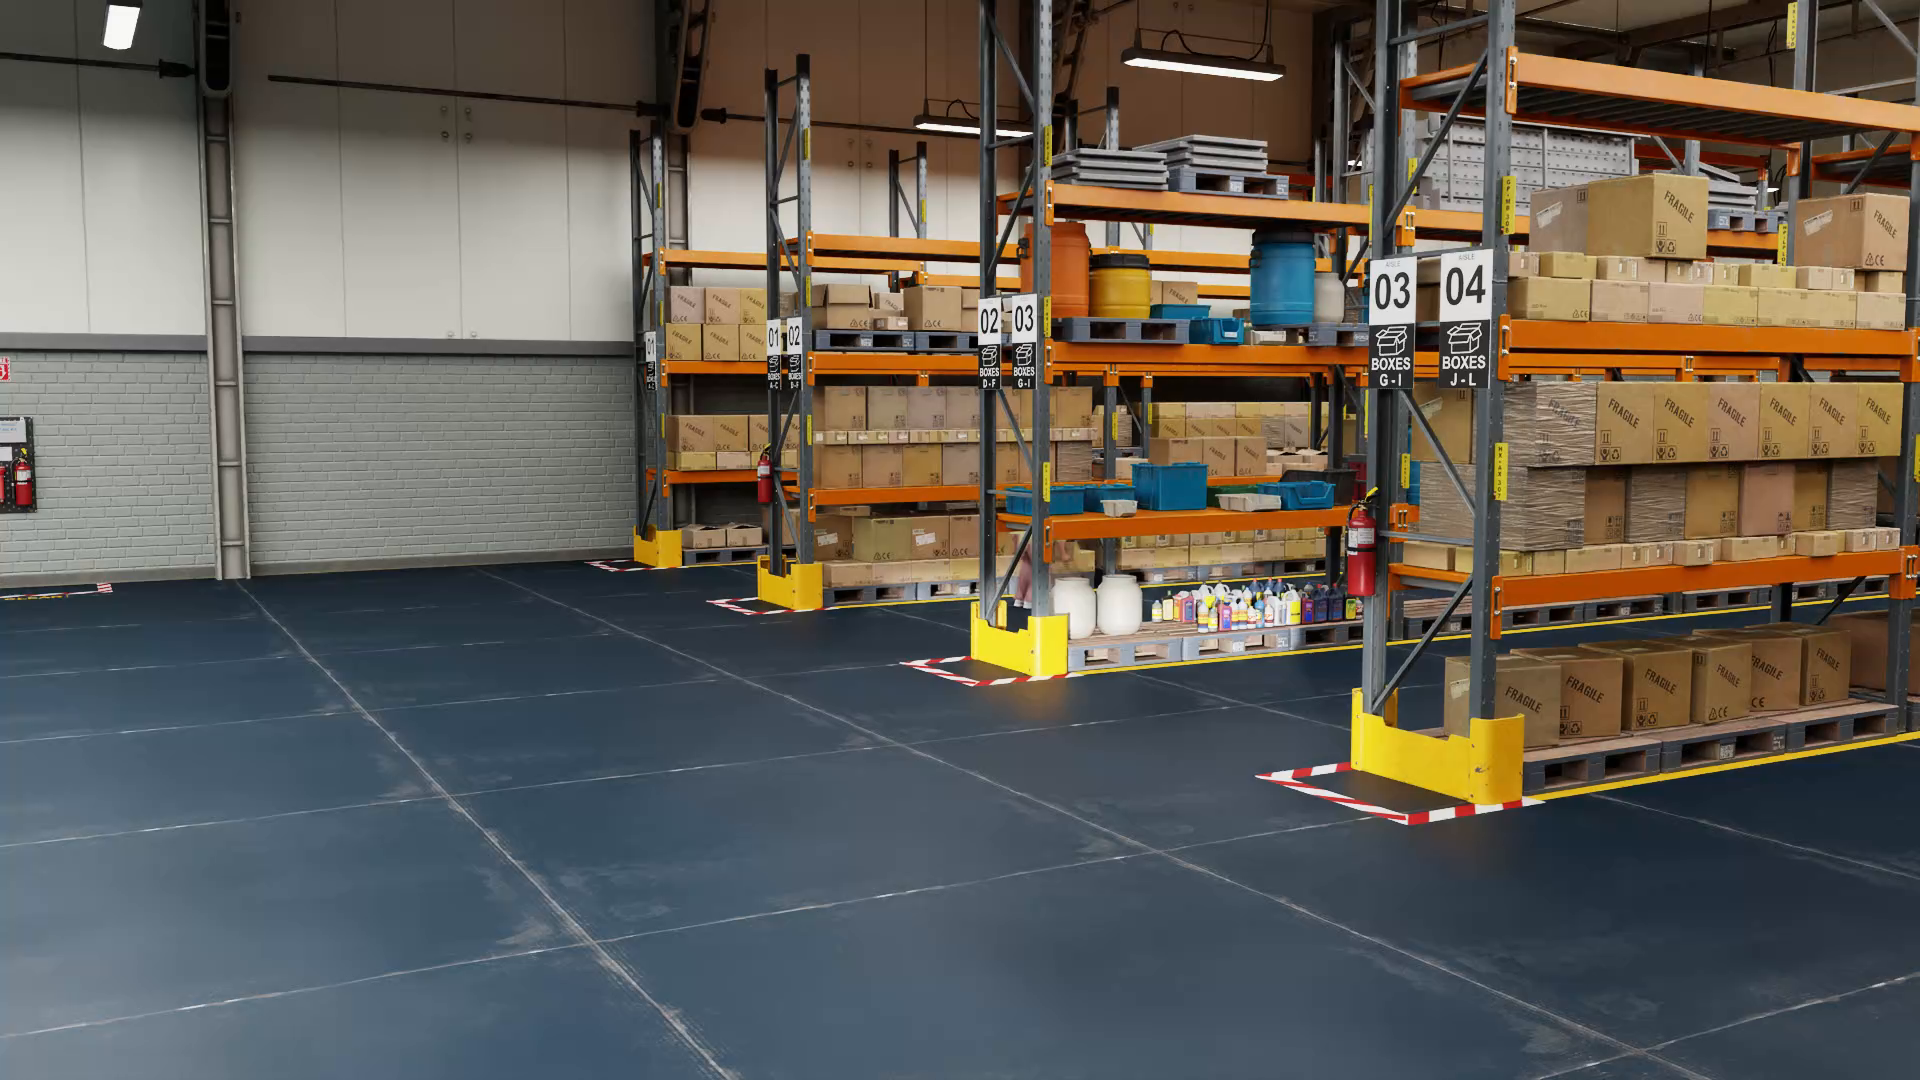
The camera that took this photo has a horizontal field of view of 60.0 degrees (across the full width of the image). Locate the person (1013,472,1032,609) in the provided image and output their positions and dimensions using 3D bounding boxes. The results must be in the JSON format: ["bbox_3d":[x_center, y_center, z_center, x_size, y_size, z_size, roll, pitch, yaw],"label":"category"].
[{"bbox_3d":[0.846,-0.069,18.460,0.529,1.643,0.408,-3,6,-30],"label":"person"}]
